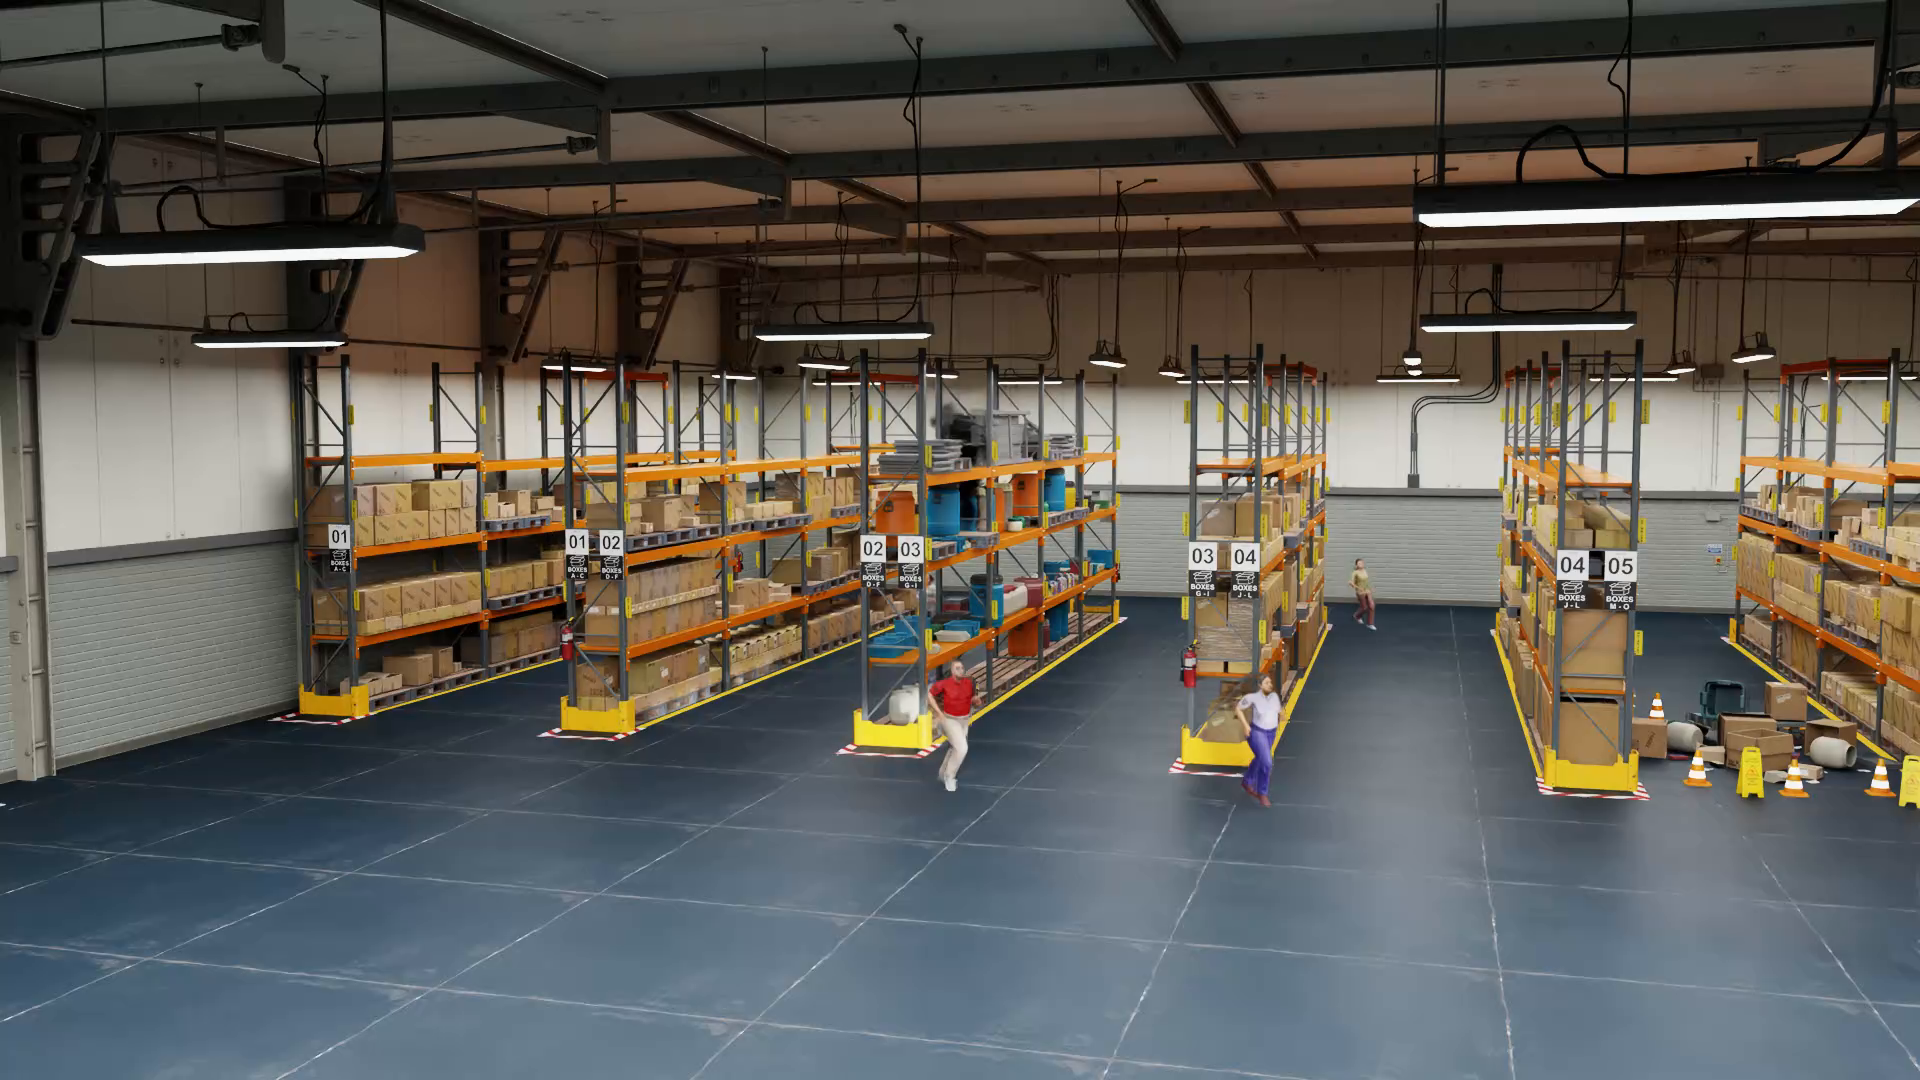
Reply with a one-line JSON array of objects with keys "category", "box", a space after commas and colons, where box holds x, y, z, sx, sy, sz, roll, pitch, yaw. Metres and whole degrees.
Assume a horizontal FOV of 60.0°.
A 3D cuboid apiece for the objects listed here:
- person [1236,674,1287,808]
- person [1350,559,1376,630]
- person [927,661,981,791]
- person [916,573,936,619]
[{"category": "person", "box": [3.903, 2.575, 21.549, 0.597, 1.705, 0.764, -3, 5, -34]}, {"category": "person", "box": [9.444, 1.270, 39.041, 0.620, 1.648, 0.758, -2, 5, -25]}, {"category": "person", "box": [-0.025, 2.500, 22.296, 0.627, 1.770, 0.737, -4, 6, -42]}, {"category": "person", "box": [-0.711, 1.517, 35.834, 0.505, 1.594, 0.667, 0, 4, 3]}]
